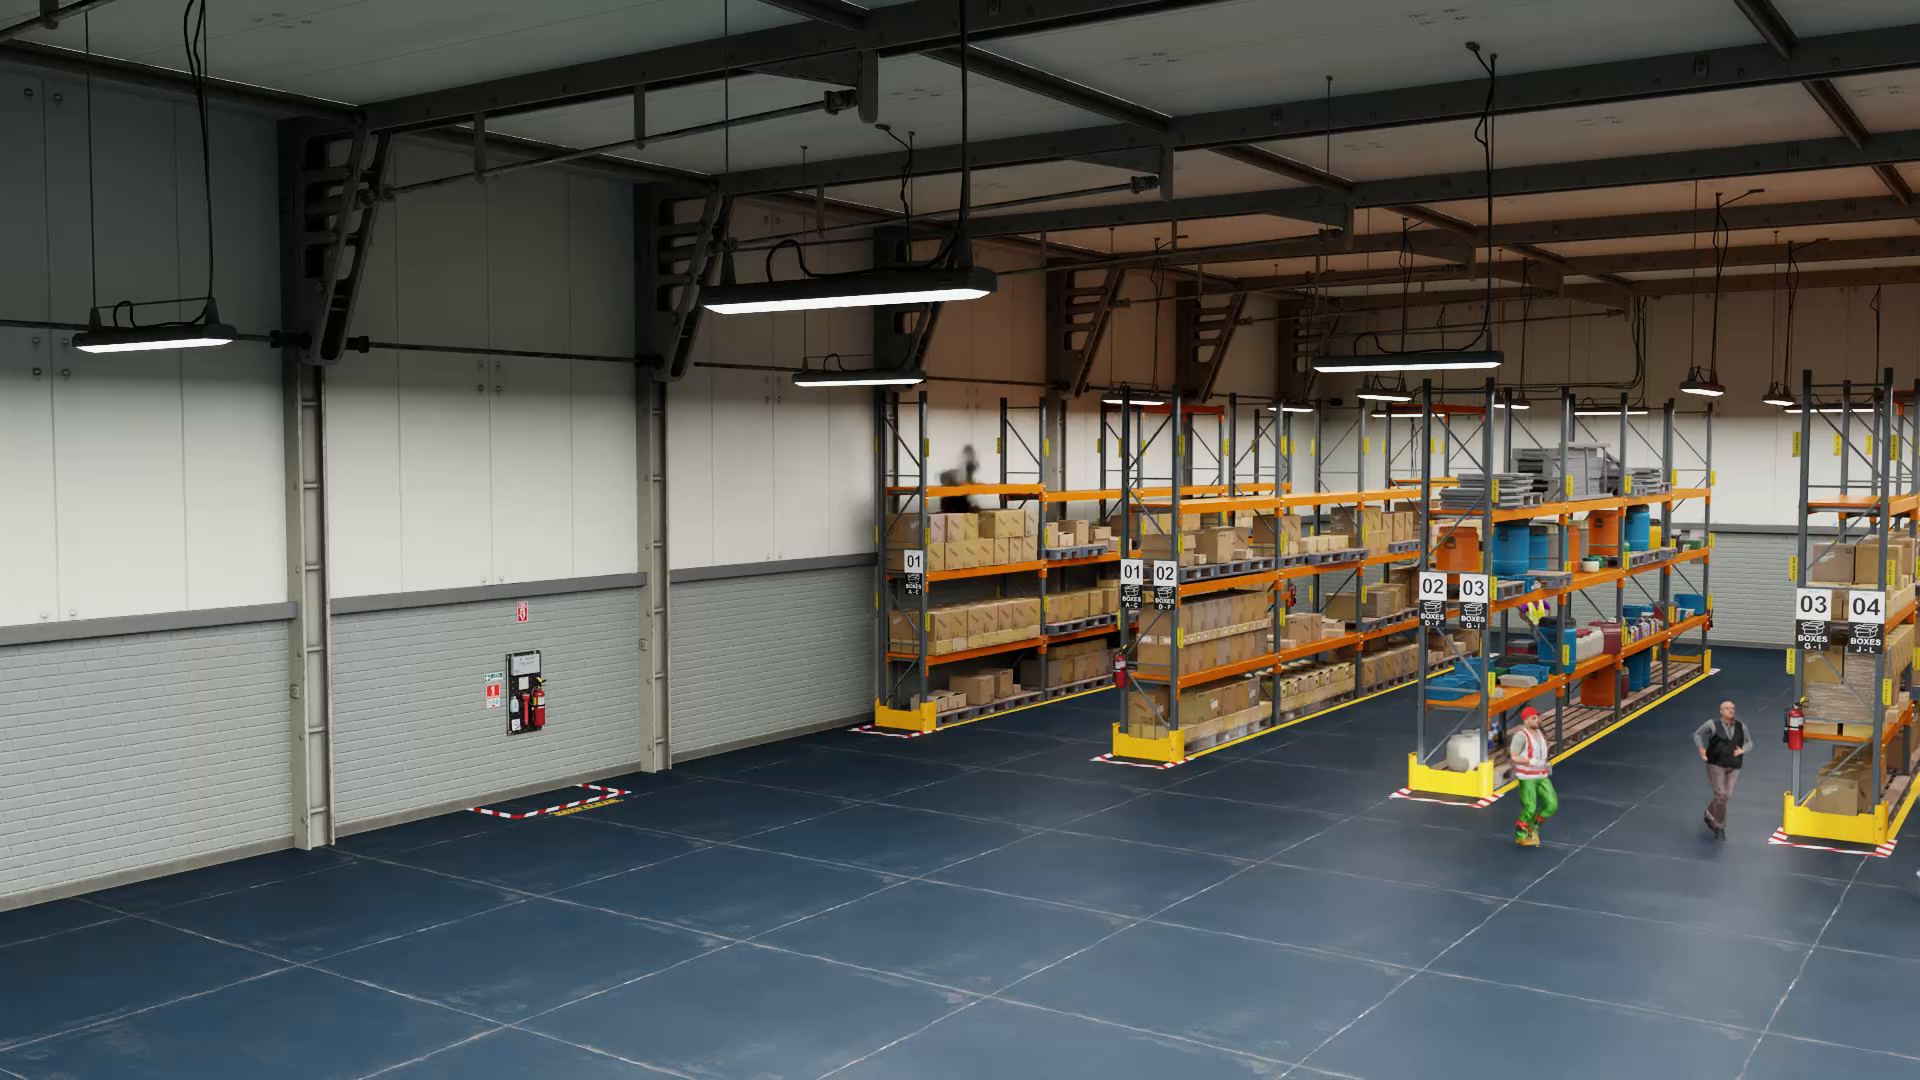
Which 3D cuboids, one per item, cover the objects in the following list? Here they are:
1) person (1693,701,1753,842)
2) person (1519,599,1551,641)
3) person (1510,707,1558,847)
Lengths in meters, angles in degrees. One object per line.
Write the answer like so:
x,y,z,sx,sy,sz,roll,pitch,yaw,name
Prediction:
9.854,2.967,21.433,0.682,1.792,0.694,0,3,2,person
13.502,1.986,38.958,0.743,1.703,0.504,0,3,8,person
7.172,2.964,20.687,0.639,1.759,0.612,-1,3,-24,person
